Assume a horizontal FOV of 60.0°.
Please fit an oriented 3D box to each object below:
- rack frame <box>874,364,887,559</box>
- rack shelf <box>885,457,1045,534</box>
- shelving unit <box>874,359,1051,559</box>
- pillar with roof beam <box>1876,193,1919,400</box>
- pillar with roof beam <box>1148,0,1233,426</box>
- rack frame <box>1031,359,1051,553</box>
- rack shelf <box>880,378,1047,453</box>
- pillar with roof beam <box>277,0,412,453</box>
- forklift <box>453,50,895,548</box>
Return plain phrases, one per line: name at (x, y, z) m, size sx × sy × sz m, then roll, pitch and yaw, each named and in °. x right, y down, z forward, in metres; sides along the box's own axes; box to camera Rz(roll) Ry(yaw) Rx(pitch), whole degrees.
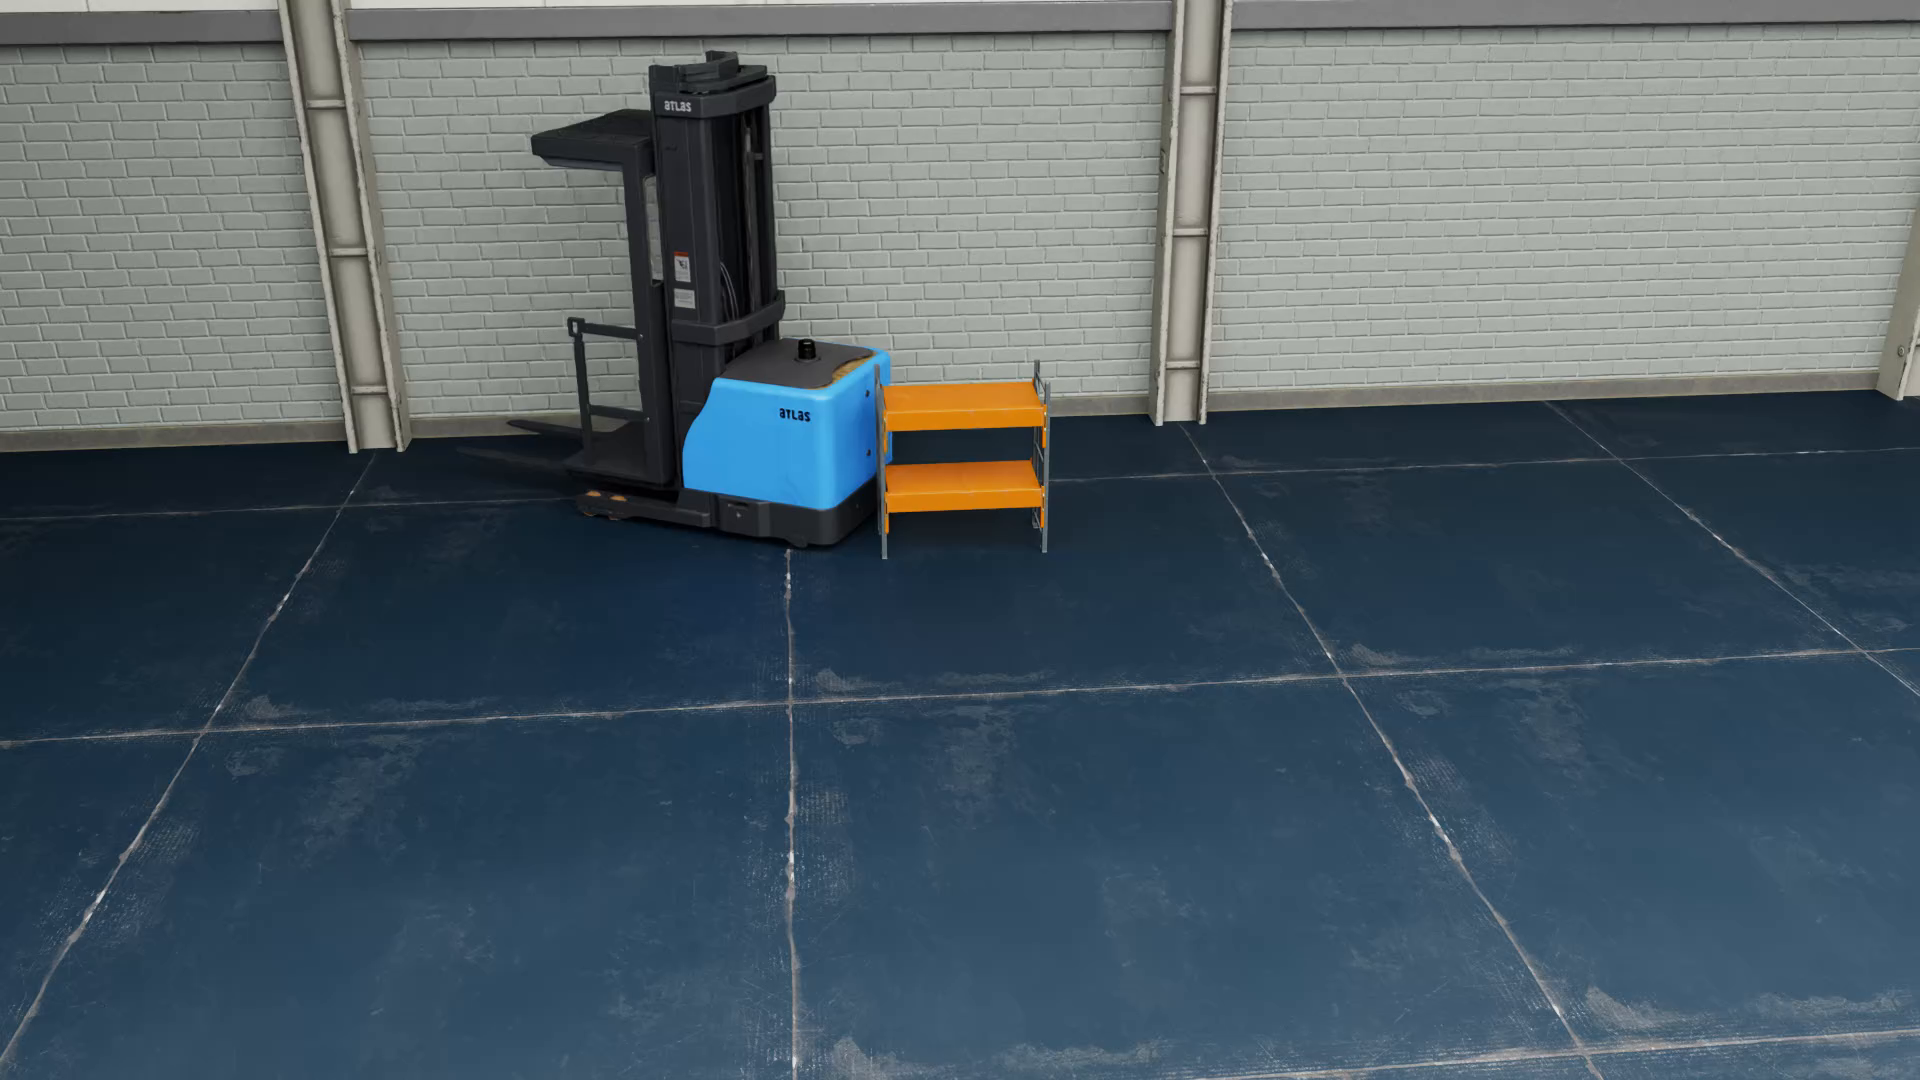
rack frame at (-0.499, -0.494, 10.476) m, size 0.032 × 1.125 × 0.500 m, roll -2°, pitch 24°, yaw -5°
rack shelf at (0.007, -0.291, 10.621) m, size 1.000 × 0.278 × 0.538 m, roll -2°, pitch 24°, yaw -5°
shelving unit at (0.007, -0.514, 10.522) m, size 1.048 × 1.125 × 0.538 m, roll -2°, pitch 24°, yaw -5°
pillar with roof beam at (8.071, -3.557, 7.673) m, size 0.400 × 9.000 × 9.100 m, roll -2°, pitch 24°, yaw -5°
pillar with roof beam at (2.100, -3.317, 7.134) m, size 0.400 × 9.000 × 9.100 m, roll -2°, pitch 24°, yaw -5°
rack frame at (0.513, -0.535, 10.568) m, size 0.032 × 1.125 × 0.500 m, roll -2°, pitch 24°, yaw -5°
rack shelf at (0.007, -0.782, 10.403) m, size 1.000 × 0.278 × 0.538 m, roll -2°, pitch 24°, yaw -5°
pillar with roof beam at (-3.871, -3.078, 6.595) m, size 0.400 × 9.000 × 9.100 m, roll -2°, pitch 24°, yaw -5°
forklift at (-2.011, -1.655, 10.865) m, size 3.031 × 2.935 × 1.130 m, roll 9°, pitch 26°, yaw 20°
